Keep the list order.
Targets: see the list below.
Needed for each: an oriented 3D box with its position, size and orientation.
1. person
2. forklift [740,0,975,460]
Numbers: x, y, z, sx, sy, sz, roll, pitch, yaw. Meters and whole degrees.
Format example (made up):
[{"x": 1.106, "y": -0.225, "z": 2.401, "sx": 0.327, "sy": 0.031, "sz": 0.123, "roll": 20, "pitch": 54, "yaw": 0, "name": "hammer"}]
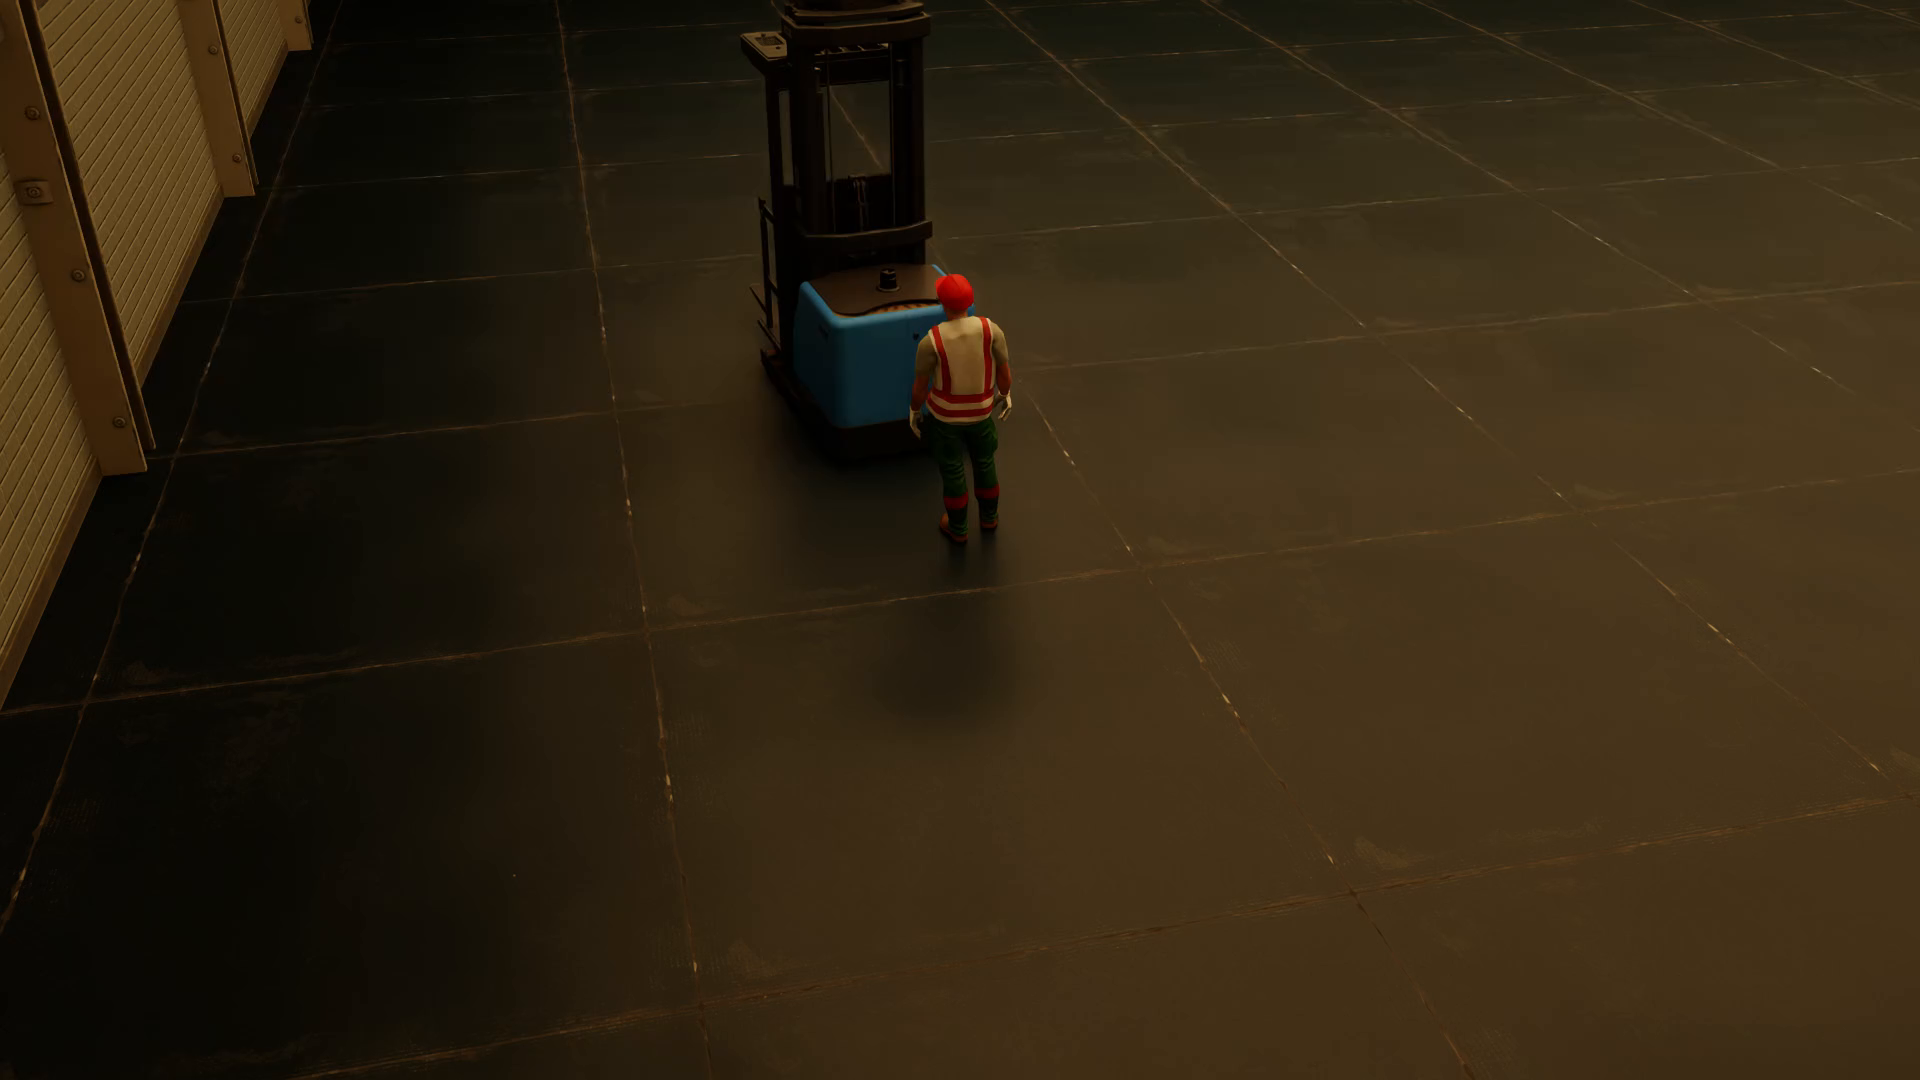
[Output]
[{"x": -0.007, "y": -0.821, "z": 10.118, "sx": 0.637, "sy": 1.787, "sz": 0.564, "roll": -7, "pitch": 31, "yaw": -12, "name": "person"}, {"x": -0.880, "y": -2.536, "z": 11.954, "sx": 1.130, "sy": 2.935, "sz": 3.031, "roll": -11, "pitch": 32, "yaw": -18, "name": "forklift"}]
